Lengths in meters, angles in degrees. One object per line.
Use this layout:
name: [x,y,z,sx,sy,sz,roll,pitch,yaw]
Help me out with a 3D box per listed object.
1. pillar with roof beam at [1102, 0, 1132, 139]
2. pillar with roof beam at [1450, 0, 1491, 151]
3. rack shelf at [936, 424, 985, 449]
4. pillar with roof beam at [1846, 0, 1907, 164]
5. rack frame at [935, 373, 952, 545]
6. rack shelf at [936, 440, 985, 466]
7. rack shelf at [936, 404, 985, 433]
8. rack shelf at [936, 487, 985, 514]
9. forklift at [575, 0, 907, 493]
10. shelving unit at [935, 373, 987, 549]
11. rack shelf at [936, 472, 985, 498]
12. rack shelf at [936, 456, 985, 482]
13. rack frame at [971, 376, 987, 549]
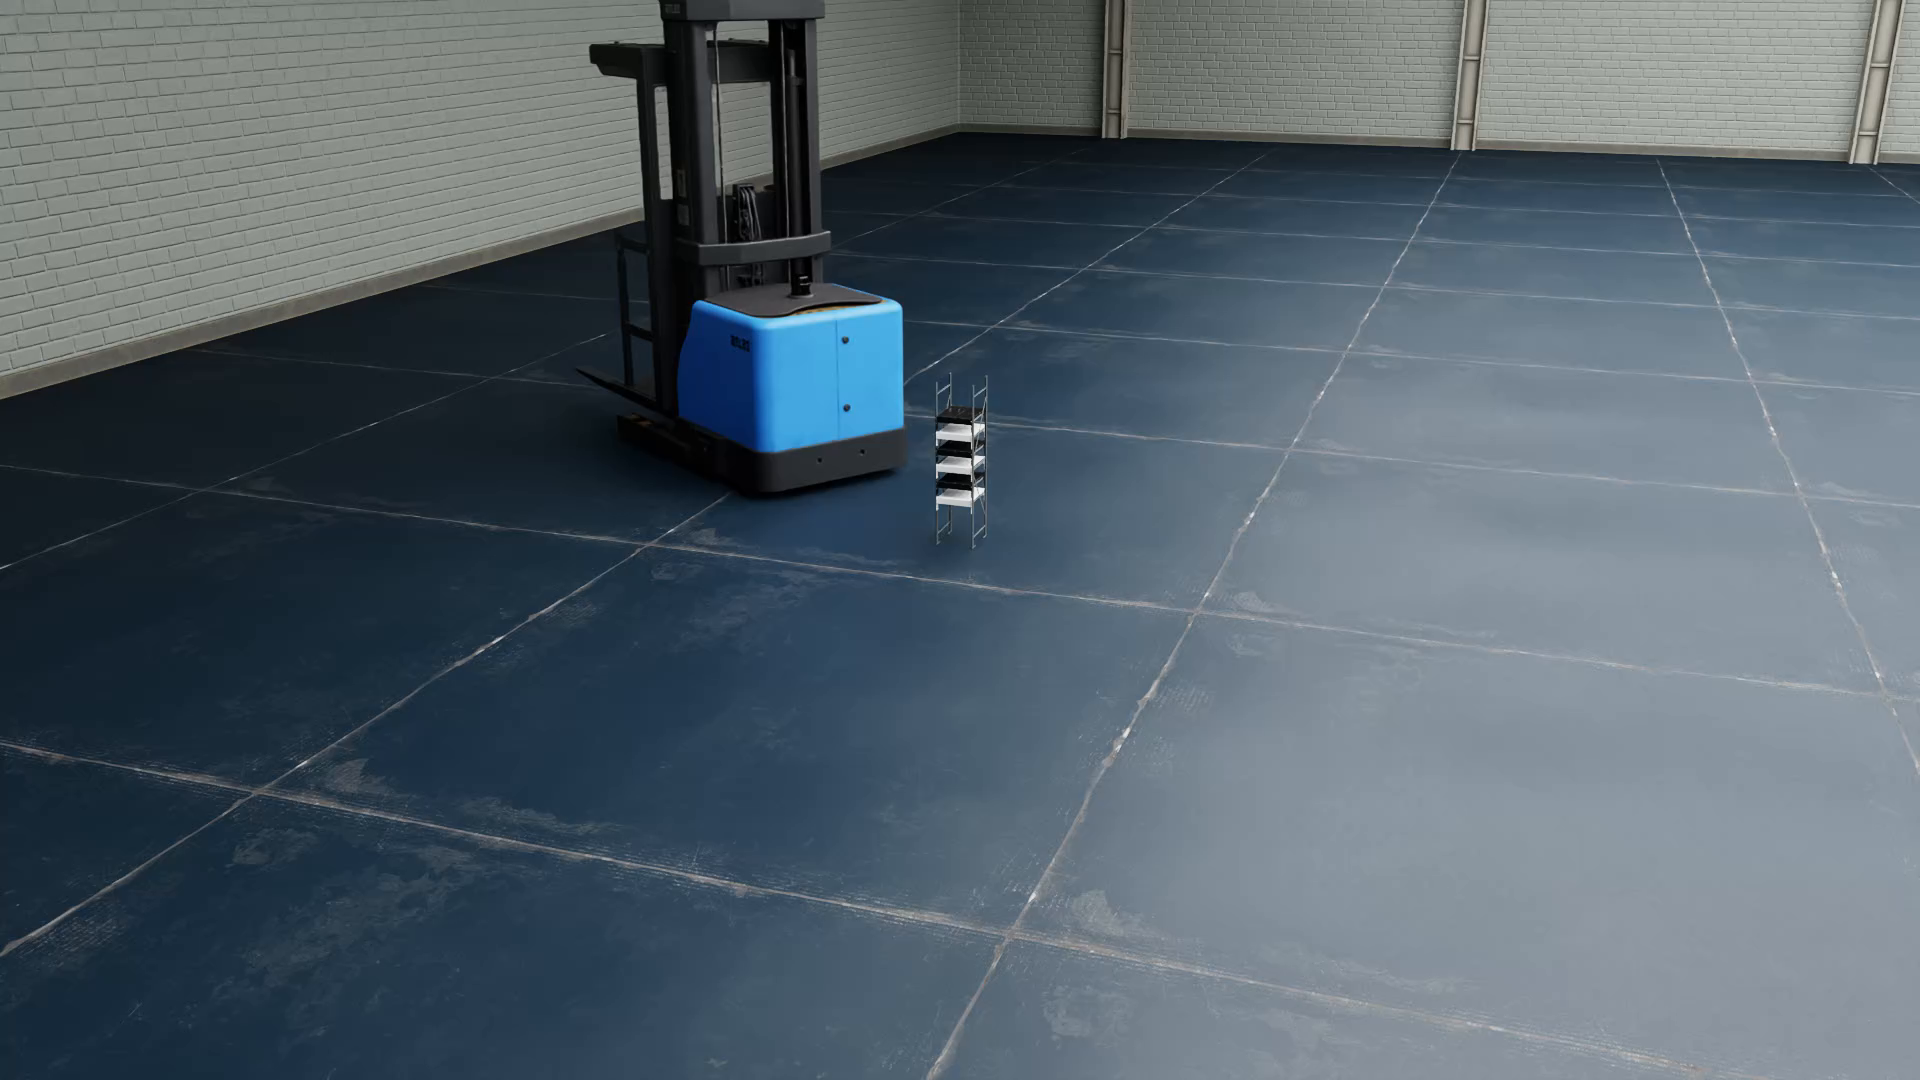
pillar with roof beam: [1.347,-10.105,24.395,0.400,9.000,9.100,7,20,18]
pillar with roof beam: [7.015,-9.457,22.536,0.400,9.000,9.100,7,20,18]
rack shelf: [0.008,-0.563,8.877,0.200,0.077,0.258,7,20,18]
pillar with roof beam: [12.683,-8.809,20.676,0.400,9.000,9.100,7,20,18]
rack frame: [-0.088,-0.435,8.957,0.006,0.900,0.240,7,20,18]
rack shelf: [0.008,-0.478,8.907,0.200,0.077,0.258,7,20,18]
rack shelf: [0.008,-0.648,8.848,0.200,0.077,0.258,7,20,18]
rack shelf: [0.008,-0.223,8.996,0.200,0.077,0.258,7,20,18]
forklift: [-1.605,-2.080,10.591,1.130,2.935,3.031,-14,23,-34]
shelving unit: [0.008,-0.424,8.926,0.210,0.900,0.258,7,20,18]
rack shelf: [0.008,-0.308,8.966,0.200,0.077,0.258,7,20,18]
rack shelf: [0.008,-0.393,8.937,0.200,0.077,0.258,7,20,18]
rack frame: [0.104,-0.413,8.894,0.006,0.900,0.240,7,20,18]
